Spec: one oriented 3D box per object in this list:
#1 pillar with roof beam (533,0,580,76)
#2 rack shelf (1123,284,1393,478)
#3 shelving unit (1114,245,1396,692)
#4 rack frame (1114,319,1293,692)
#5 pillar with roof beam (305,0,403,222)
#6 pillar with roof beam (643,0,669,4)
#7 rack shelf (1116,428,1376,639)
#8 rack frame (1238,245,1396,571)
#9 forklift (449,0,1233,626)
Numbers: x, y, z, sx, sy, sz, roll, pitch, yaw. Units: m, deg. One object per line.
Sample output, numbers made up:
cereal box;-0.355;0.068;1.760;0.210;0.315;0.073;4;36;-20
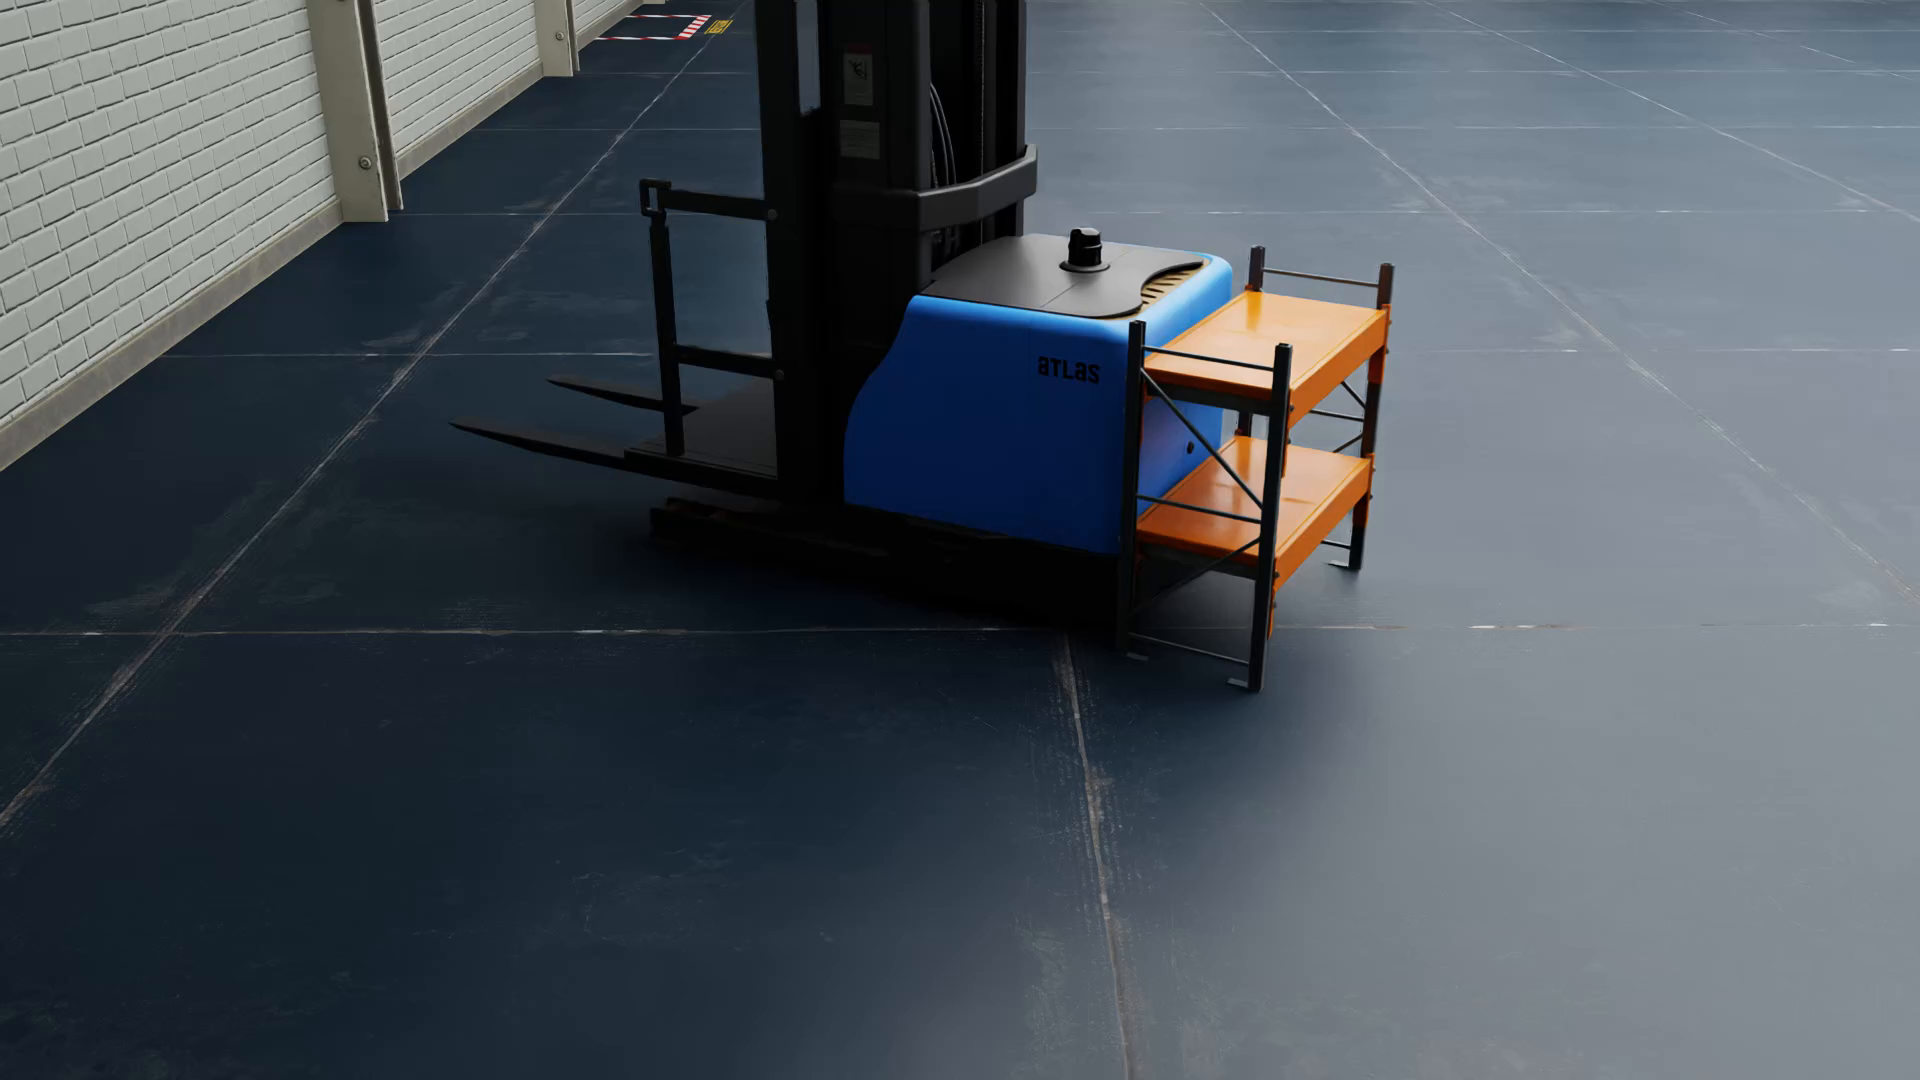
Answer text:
pillar with roof beam;0.341;-8.747;14.670;9.100;9.000;0.400;0;24;-1
rack shelf;0.981;-0.541;5.372;0.538;0.278;1.000;13;28;27
shelving unit;0.981;-0.275;5.492;0.538;1.125;1.048;13;28;27
rack frame;0.729;-0.093;5.090;0.500;1.125;0.032;13;28;27
pillar with roof beam;0.407;-6.275;9.204;9.100;9.000;0.400;0;24;-1
pillar with roof beam;0.276;-11.219;20.137;9.100;9.000;0.400;0;24;-1
rack shelf;0.981;-0.052;5.593;0.538;0.278;1.000;13;28;27
rack frame;1.233;-0.457;5.894;0.500;1.125;0.032;13;28;27
forklift;-0.579;-1.455;5.910;3.031;2.935;1.130;12;27;24
